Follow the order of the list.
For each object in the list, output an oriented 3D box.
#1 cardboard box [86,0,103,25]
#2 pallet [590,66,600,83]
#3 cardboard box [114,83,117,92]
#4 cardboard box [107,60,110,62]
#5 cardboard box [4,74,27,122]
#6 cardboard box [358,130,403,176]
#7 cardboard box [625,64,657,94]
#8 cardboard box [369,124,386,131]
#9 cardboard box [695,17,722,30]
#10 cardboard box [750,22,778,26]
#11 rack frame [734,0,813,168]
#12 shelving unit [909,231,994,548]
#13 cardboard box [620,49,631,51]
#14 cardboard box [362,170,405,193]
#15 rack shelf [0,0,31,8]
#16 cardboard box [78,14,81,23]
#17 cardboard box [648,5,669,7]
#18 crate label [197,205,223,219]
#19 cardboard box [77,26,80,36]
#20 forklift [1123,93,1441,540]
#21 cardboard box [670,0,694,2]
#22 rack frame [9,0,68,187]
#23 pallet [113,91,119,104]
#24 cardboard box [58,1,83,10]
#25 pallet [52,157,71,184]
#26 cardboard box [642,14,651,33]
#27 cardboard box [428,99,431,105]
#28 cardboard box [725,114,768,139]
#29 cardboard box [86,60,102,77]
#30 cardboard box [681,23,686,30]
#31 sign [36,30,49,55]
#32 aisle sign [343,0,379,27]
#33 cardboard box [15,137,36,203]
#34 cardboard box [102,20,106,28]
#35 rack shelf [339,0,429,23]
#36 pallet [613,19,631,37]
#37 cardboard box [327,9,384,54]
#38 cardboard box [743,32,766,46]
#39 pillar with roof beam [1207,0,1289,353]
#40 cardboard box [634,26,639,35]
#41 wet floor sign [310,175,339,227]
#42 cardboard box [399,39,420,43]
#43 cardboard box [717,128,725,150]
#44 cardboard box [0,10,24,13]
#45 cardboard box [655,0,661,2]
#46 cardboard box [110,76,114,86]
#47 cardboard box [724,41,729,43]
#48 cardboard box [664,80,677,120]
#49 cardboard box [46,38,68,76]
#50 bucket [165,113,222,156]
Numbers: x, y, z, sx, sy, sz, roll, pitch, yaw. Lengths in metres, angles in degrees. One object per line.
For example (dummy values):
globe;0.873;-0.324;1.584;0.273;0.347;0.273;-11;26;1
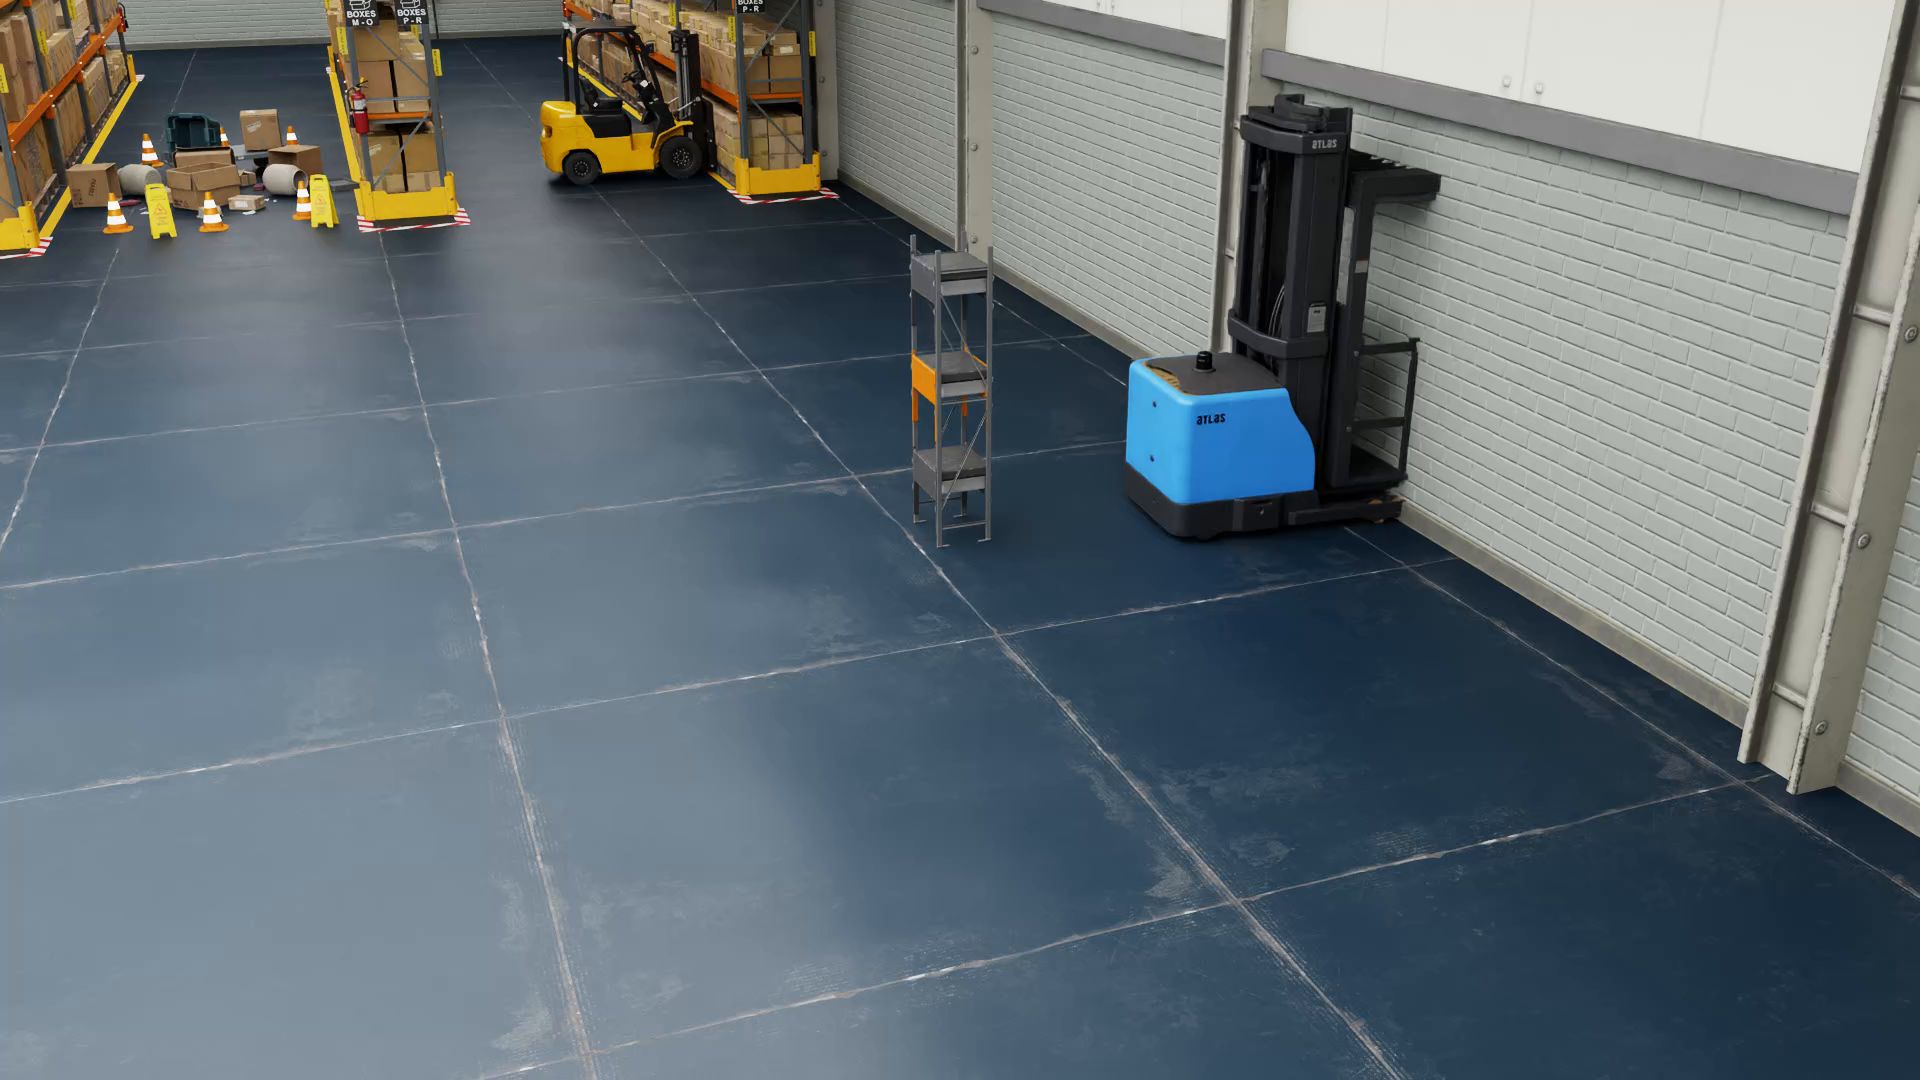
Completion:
cardboard box;-15.977;-9.677;30.336;0.500;0.500;0.500;-9;24;-20
pallet;-7.042;-9.642;34.355;1.003;0.211;1.213;-8;24;-19
cardboard box;-15.960;-8.432;31.024;0.380;0.149;0.250;-8;24;-17
cardboard box;-16.443;-9.063;31.755;0.380;0.149;0.250;-9;25;-21
cardboard box;-12.267;-5.534;20.826;0.875;0.550;0.550;-8;24;-19
cardboard box;-7.730;-5.162;22.170;0.500;0.500;0.500;-8;24;-19
cardboard box;-5.905;-8.573;30.906;0.500;0.500;0.500;-9;24;-20
cardboard box;-7.923;-5.585;22.339;0.380;0.149;0.250;-8;24;-17
cardboard box;-3.752;-7.724;24.867;0.380;0.149;0.250;-9;24;-20
cardboard box;-2.838;-7.438;24.188;0.380;0.149;0.250;-9;24;-20
rack frame;-2.561;-6.317;22.876;1.000;3.000;0.127;-8;24;-19
shelving unit;-0.058;-1.028;11.485;0.431;2.100;0.503;-8;24;-19
cardboard box;-6.280;-9.291;31.775;0.380;0.149;0.250;-8;24;-19
cardboard box;-7.749;-4.827;22.340;0.500;0.250;0.500;-8;24;-19
rack shelf;-12.505;-6.697;20.840;1.077;0.370;4.000;-8;24;-19
cardboard box;-15.243;-8.898;28.399;0.380;0.149;0.250;-8;24;-19
cardboard box;-5.119;-9.046;28.386;0.380;0.149;0.250;-8;24;-18
crate label;-9.816;-4.296;21.767;0.298;0.136;0.250;18;29;36
cardboard box;-15.064;-8.575;28.017;0.380;0.149;0.250;-8;24;-18
forklift;2.793;-1.662;11.919;3.031;2.935;1.130;-7;24;-16
cardboard box;-4.886;-9.399;29.224;0.380;0.149;0.250;-8;24;-18
rack frame;-13.211;-6.372;23.007;1.000;3.000;0.127;-8;24;-19
pallet;-16.308;-8.233;31.013;1.003;0.211;1.213;-8;24;-19
cardboard box;-15.528;-9.320;29.018;0.380;0.149;0.250;-9;25;-21
pallet;-13.555;-5.358;24.189;1.003;0.211;1.213;-8;24;-19
cardboard box;-5.115;-8.816;28.354;0.500;0.250;0.500;-9;24;-20
cardboard box;-7.250;-5.868;22.135;0.380;0.149;0.250;-9;25;-21
cardboard box;-3.015;-5.829;23.430;0.500;0.250;0.500;-8;24;-17
cardboard box;-15.369;-8.242;29.155;0.500;0.250;0.500;-7;24;-16
cardboard box;-4.107;-7.964;25.819;0.380;0.149;0.250;-9;24;-20
sign;-12.693;-6.885;23.006;0.100;0.325;0.005;-8;24;-19
aisle sign;-7.453;-6.771;20.605;0.394;0.787;0.004;-8;24;-19
cardboard box;-12.413;-4.690;21.211;0.875;0.875;0.875;-9;24;-20
cardboard box;-16.254;-9.685;31.190;0.380;0.149;0.250;-8;24;-18
rack shelf;-7.910;-7.412;22.539;1.077;0.370;4.000;-8;24;-19
pallet;-5.692;-9.372;30.372;1.213;0.211;1.003;-8;24;-19
cardboard box;-8.036;-6.791;22.200;0.700;0.500;0.500;-9;24;-20
cardboard box;-2.885;-6.901;22.913;0.380;0.149;0.250;-8;24;-19
pillar with roof beam;-1.752;-4.508;10.859;9.100;9.000;0.400;-8;24;-19
cardboard box;-5.459;-8.960;29.340;0.500;0.250;0.500;-8;24;-19
wet floor sign;-8.137;-4.334;21.203;0.267;0.644;0.232;0;23;-1
cardboard box;-7.851;-6.770;23.439;0.500;0.500;0.500;-8;24;-18
cardboard box;-3.192;-5.792;23.986;0.500;0.250;0.500;-9;24;-20
cardboard box;-13.576;-7.246;23.662;0.700;0.500;0.500;-9;24;-20
cardboard box;-5.423;-9.672;30.167;0.500;0.500;0.500;-7;24;-17
cardboard box;-15.866;-8.472;30.735;0.380;0.149;0.250;-7;24;-17
cardboard box;-3.098;-6.941;23.393;0.380;0.149;0.250;-8;24;-18
cardboard box;-4.436;-7.341;27.822;0.875;0.625;0.625;-9;24;-20
cardboard box;-13.678;-7.196;24.833;0.500;0.500;0.500;-8;24;-18
bucket;-11.007;-5.831;23.981;0.726;0.611;0.620;0;13;-1
